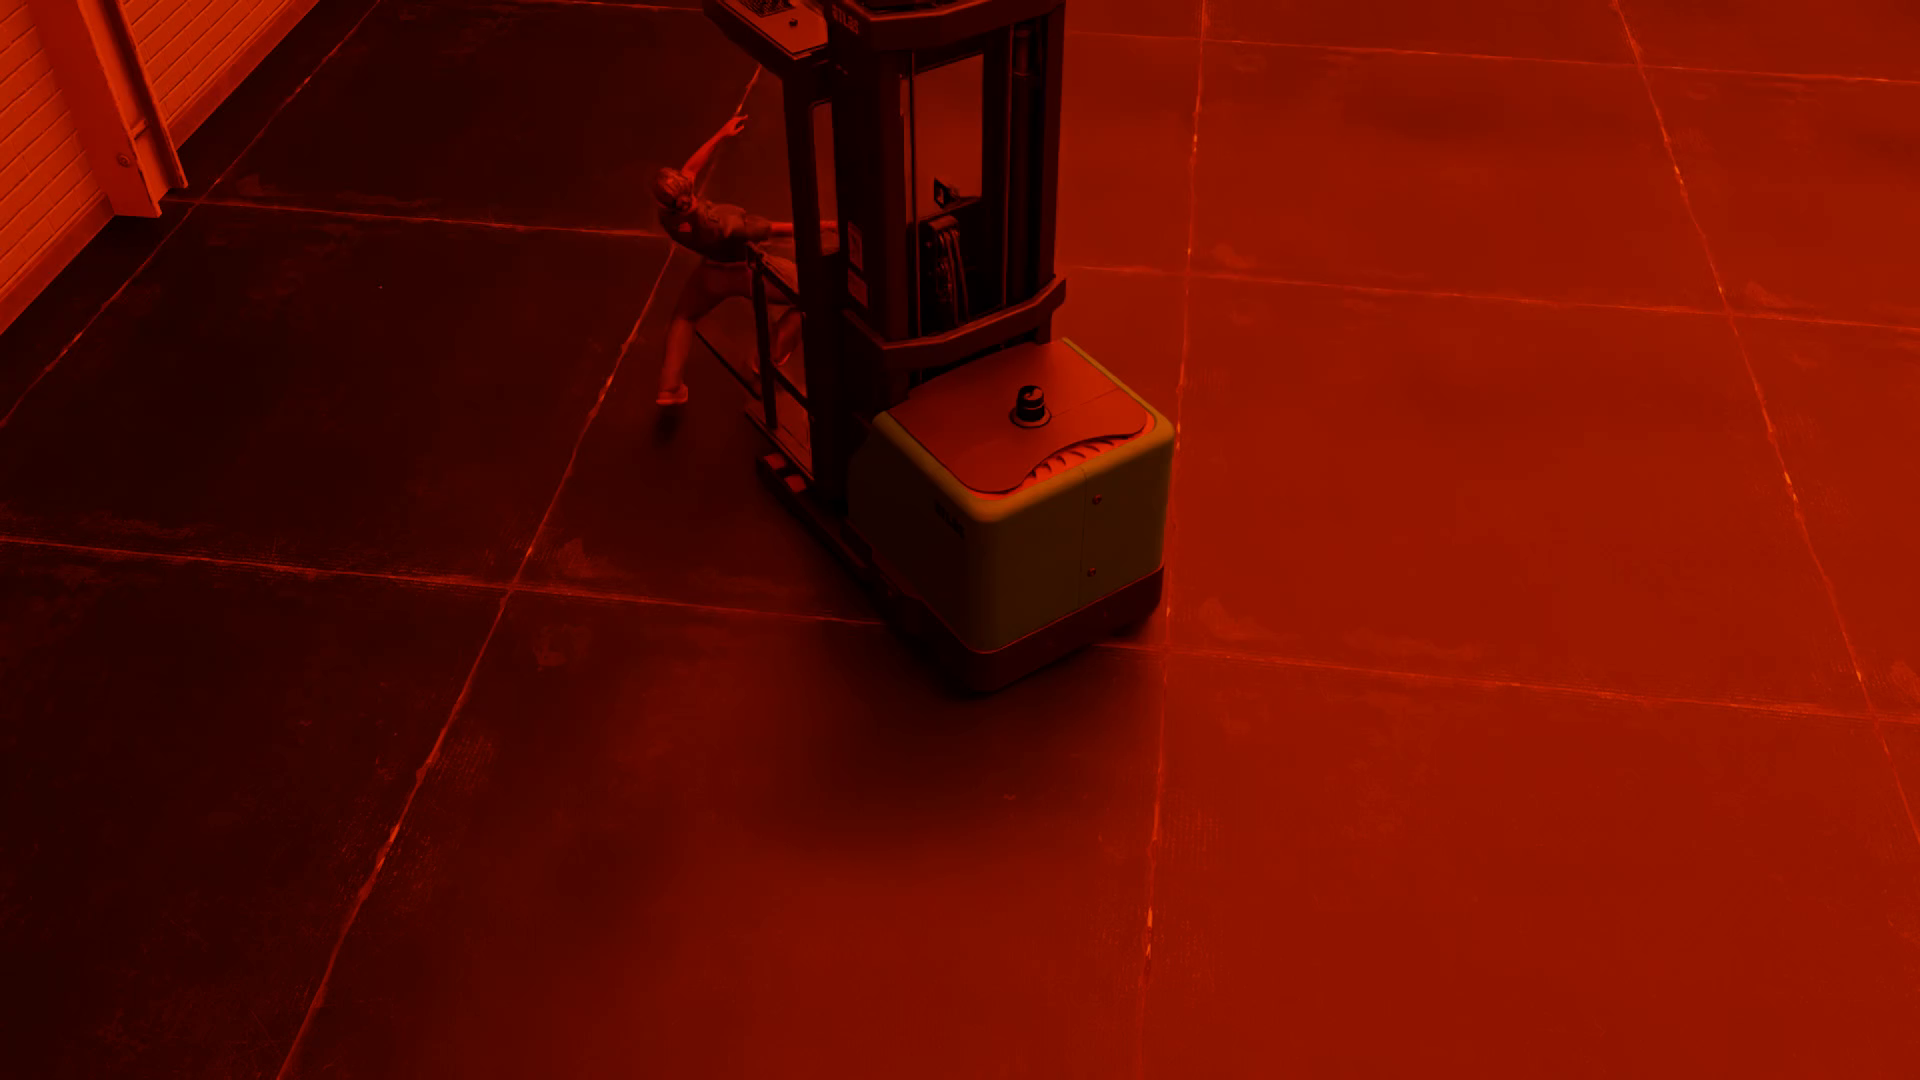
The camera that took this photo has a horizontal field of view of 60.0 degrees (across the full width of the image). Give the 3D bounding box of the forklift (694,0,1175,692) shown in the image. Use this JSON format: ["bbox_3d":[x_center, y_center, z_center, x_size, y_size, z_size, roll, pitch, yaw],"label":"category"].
[{"bbox_3d":[-0.341,-1.397,7.246,1.130,2.935,3.031,-25,48,-24],"label":"forklift"}]

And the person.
[{"bbox_3d":[-1.013,-1.302,8.199,0.993,1.384,0.751,6,43,7],"label":"person"}]
